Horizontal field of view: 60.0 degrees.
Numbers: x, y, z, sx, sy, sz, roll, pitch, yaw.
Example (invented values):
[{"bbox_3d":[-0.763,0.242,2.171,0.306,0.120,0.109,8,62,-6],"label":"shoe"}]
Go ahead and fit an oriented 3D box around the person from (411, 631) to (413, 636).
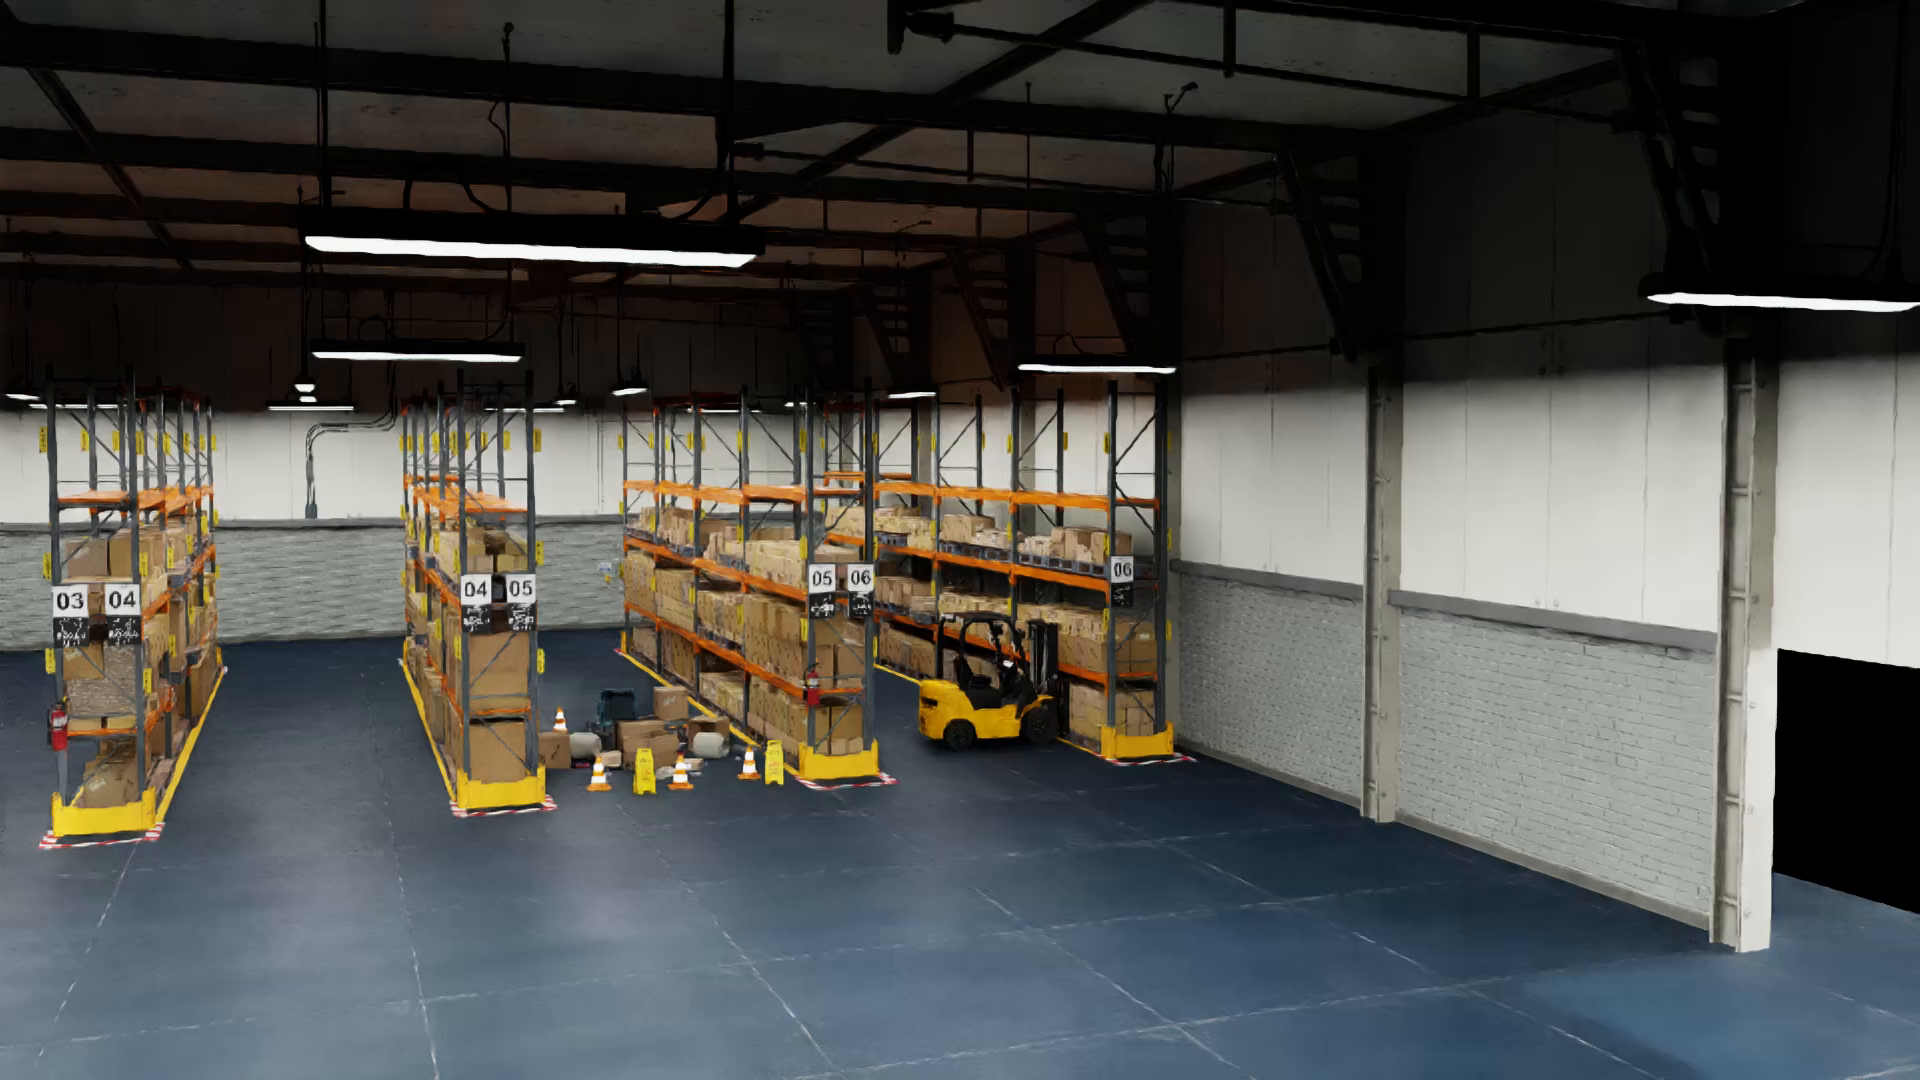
[{"bbox_3d":[-12.689,1.835,39.026,0.678,1.768,0.548,2,4,32],"label":"person"}]
